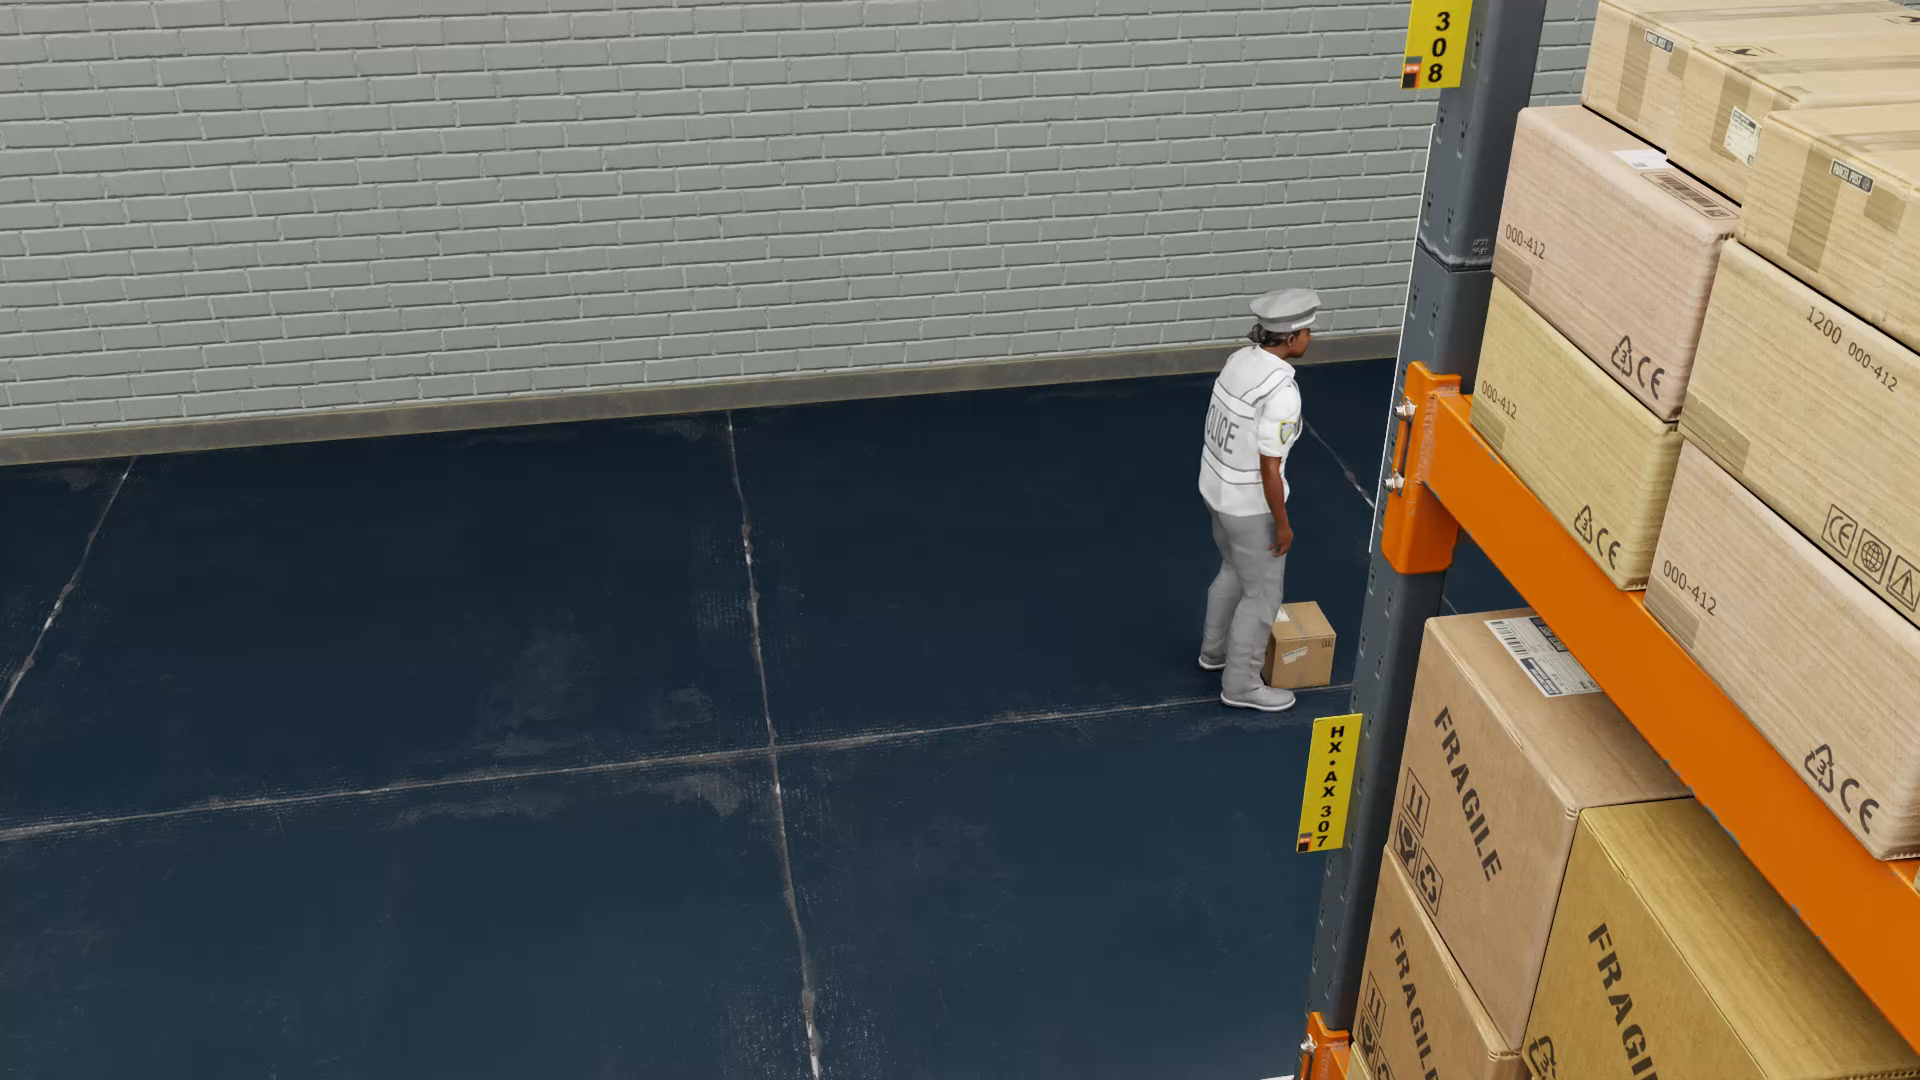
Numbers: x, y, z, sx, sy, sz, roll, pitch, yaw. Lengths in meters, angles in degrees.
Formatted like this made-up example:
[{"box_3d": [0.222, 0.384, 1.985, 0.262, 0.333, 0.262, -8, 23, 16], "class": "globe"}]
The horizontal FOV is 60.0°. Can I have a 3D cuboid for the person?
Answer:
[{"box_3d": [1.135, -0.151, 6.381, 0.382, 1.663, 0.532, -7, 32, -12], "class": "person"}]
